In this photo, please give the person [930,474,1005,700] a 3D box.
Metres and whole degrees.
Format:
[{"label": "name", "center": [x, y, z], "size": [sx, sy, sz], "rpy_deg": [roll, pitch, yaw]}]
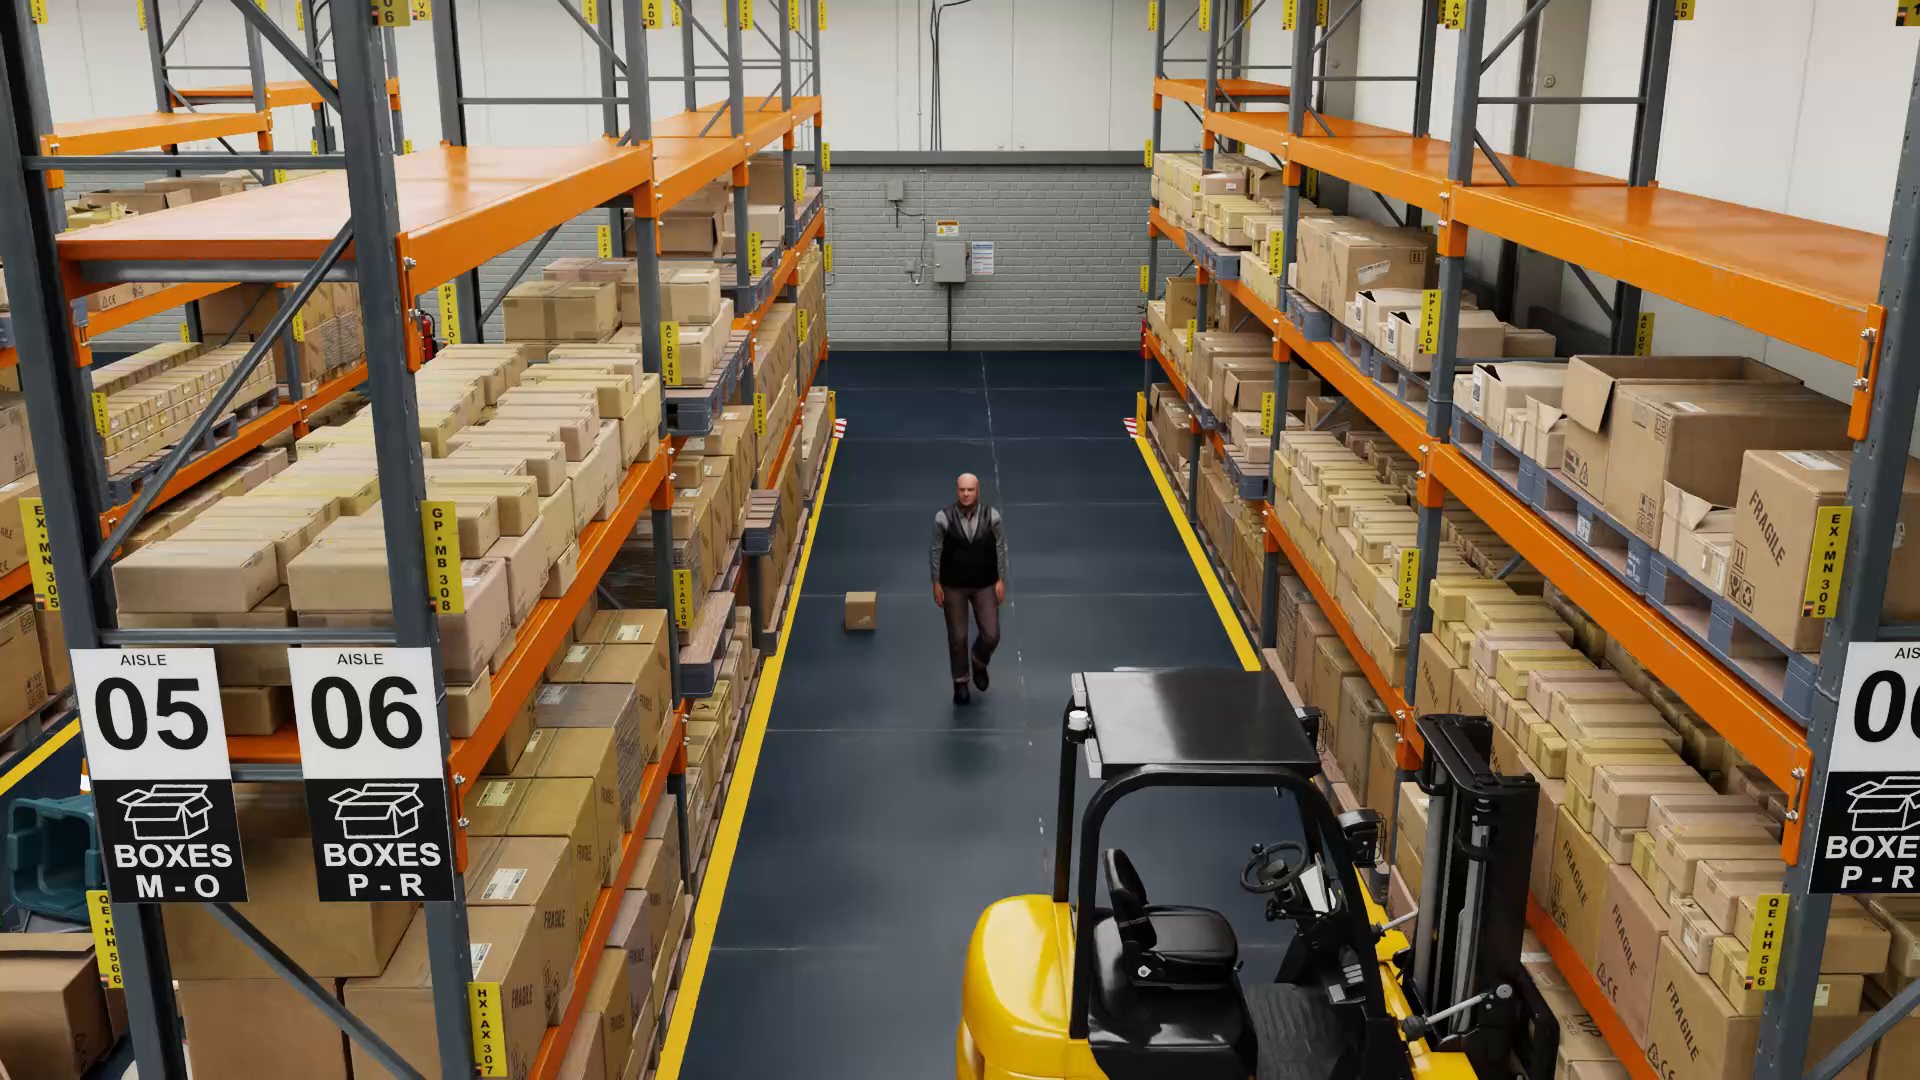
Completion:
[{"label": "person", "center": [0.060, 0.352, 12.345], "size": [0.565, 1.714, 0.463], "rpy_deg": [-1, 17, -4]}]
